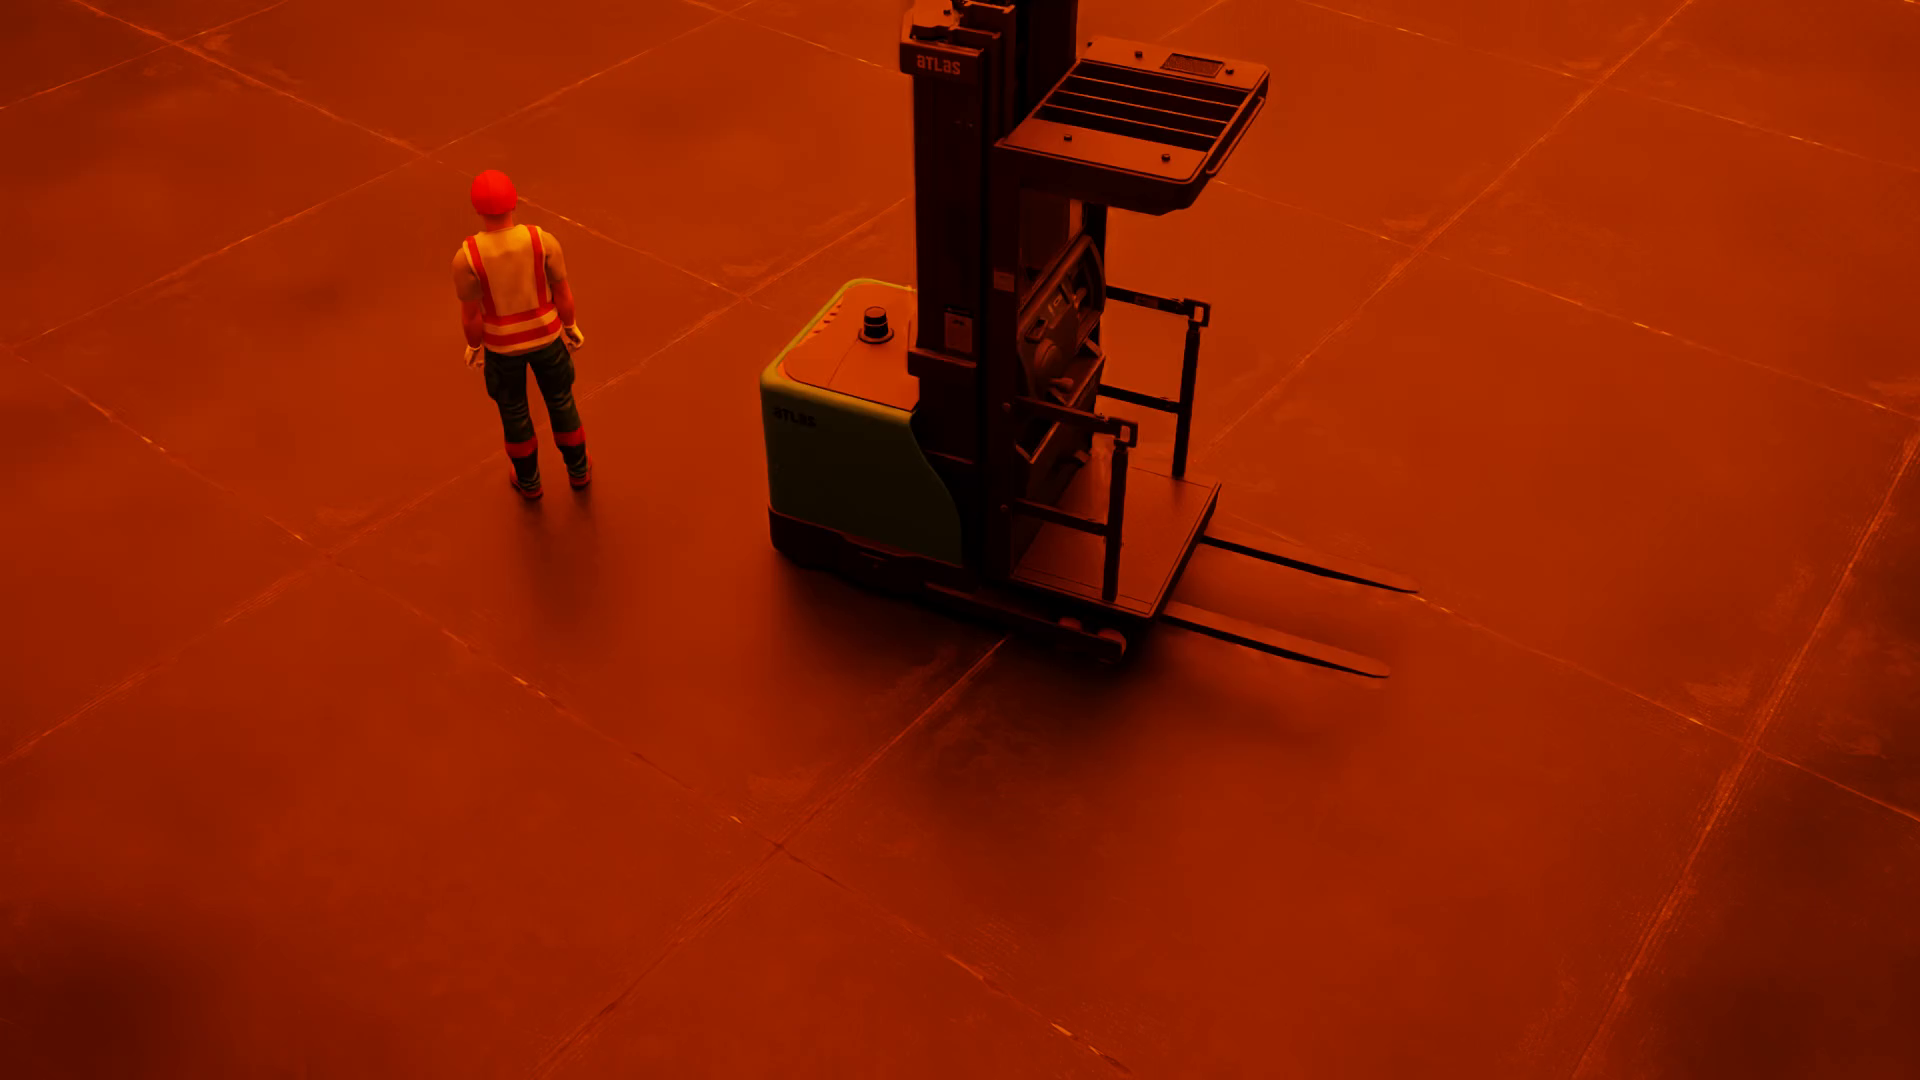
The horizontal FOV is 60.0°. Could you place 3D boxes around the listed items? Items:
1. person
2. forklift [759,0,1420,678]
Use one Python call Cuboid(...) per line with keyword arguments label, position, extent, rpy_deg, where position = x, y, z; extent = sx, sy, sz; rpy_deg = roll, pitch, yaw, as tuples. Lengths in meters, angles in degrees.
Cuboid(label="person", position=(-2.143, -0.994, 8.121), extent=(0.581, 1.794, 0.346), rpy_deg=(-16, 43, -18))
Cuboid(label="forklift", position=(0.628, -0.940, 7.177), extent=(3.031, 2.935, 1.130), rpy_deg=(16, 43, 18))
